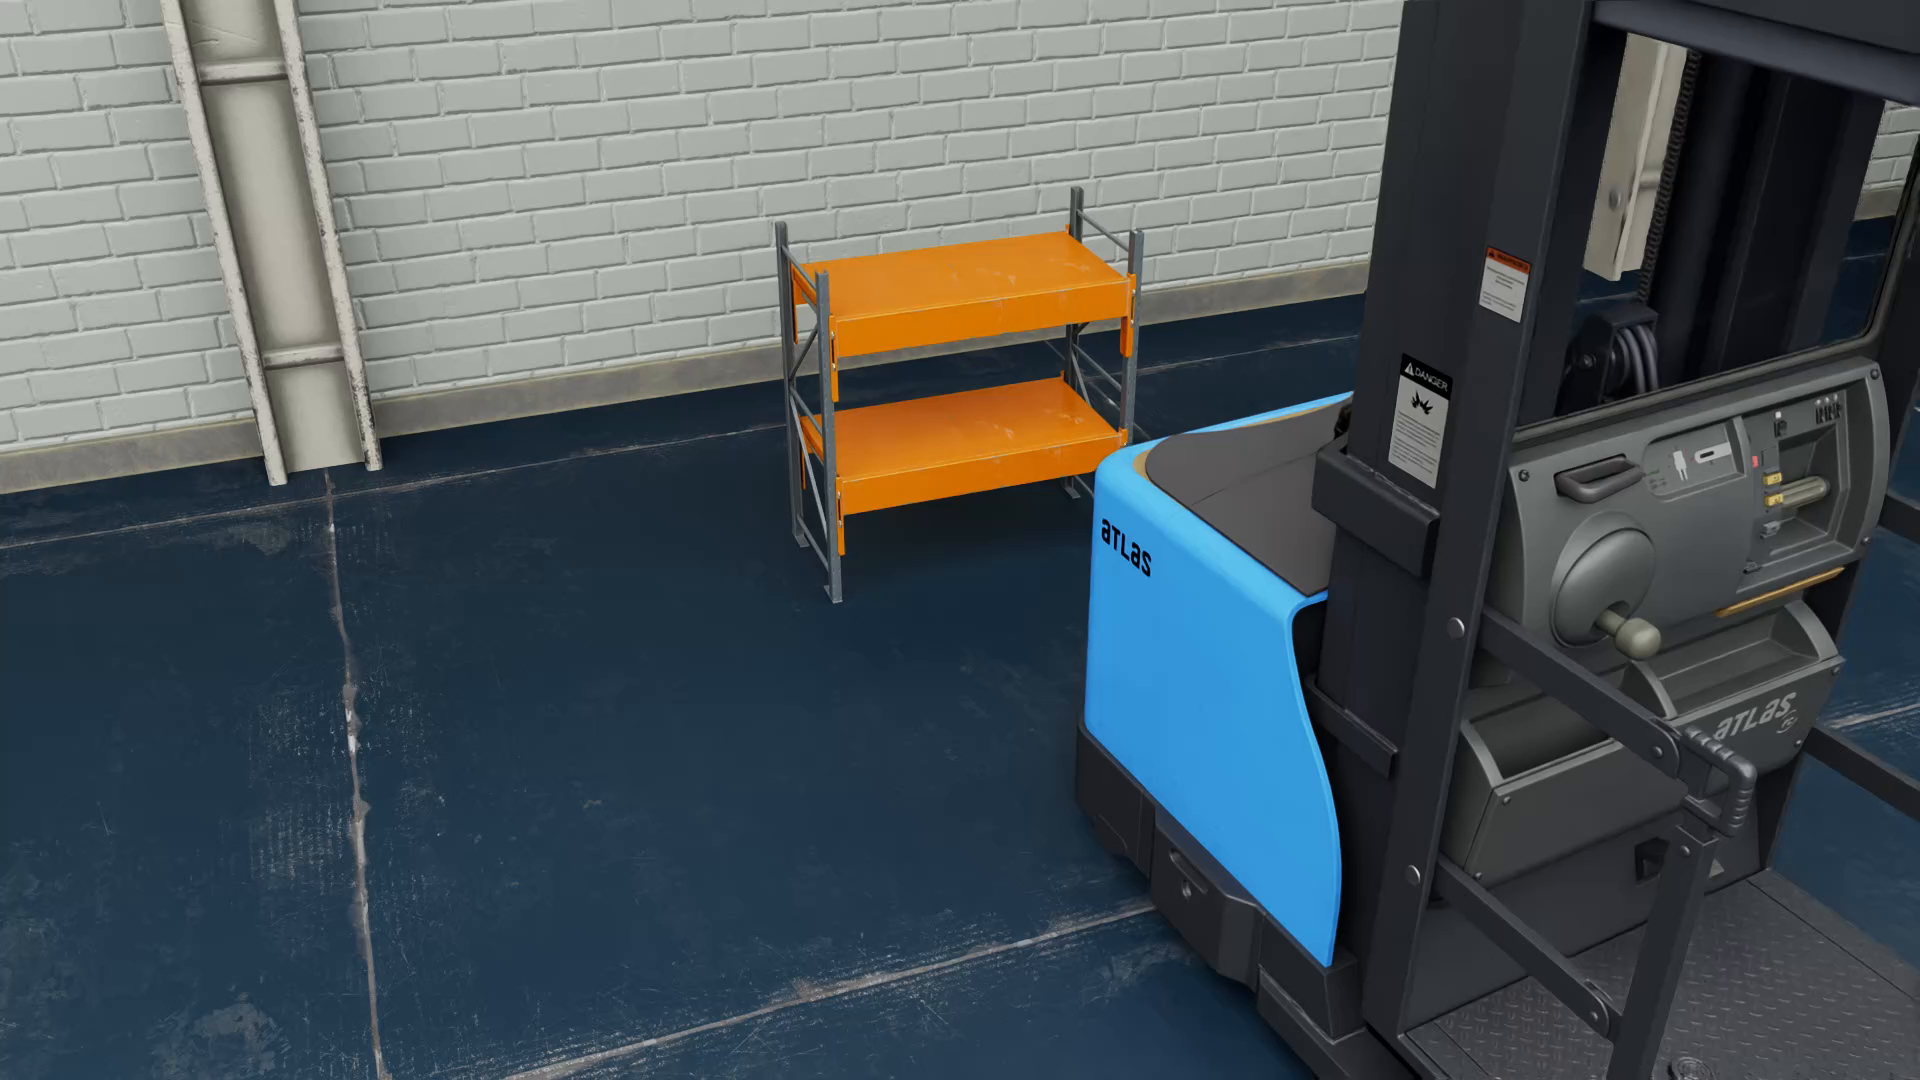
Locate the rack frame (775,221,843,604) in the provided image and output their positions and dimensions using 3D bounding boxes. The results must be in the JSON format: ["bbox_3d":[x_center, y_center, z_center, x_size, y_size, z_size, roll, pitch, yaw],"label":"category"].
[{"bbox_3d":[-0.483,-0.400,5.315,0.032,1.125,0.500,-10,31,-18],"label":"rack frame"}]

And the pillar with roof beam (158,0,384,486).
[{"bbox_3d":[-0.895,-2.216,0.550,0.400,9.000,9.100,-10,31,-18],"label":"pillar with roof beam"}]

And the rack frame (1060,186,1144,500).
[{"bbox_3d":[0.470,-0.575,5.624,0.032,1.125,0.500,-10,31,-18],"label":"rack frame"}]

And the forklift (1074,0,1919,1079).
[{"bbox_3d":[1.438,-0.014,2.814,1.130,2.935,3.031,-15,33,-24],"label":"forklift"}]

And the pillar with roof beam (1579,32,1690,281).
[{"bbox_3d":[4.728,-3.252,2.367,0.400,9.000,9.100,-10,31,-18],"label":"pillar with roof beam"}]

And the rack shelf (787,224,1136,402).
[{"bbox_3d":[-0.006,-0.742,5.325,1.000,0.278,0.538,-10,31,-18],"label":"rack shelf"}]

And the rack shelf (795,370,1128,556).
[{"bbox_3d":[-0.006,-0.275,5.591,1.000,0.278,0.538,-10,31,-18],"label":"rack shelf"}]

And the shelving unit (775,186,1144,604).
[{"bbox_3d":[-0.006,-0.488,5.469,1.048,1.125,0.538,-10,31,-18],"label":"shelving unit"}]
